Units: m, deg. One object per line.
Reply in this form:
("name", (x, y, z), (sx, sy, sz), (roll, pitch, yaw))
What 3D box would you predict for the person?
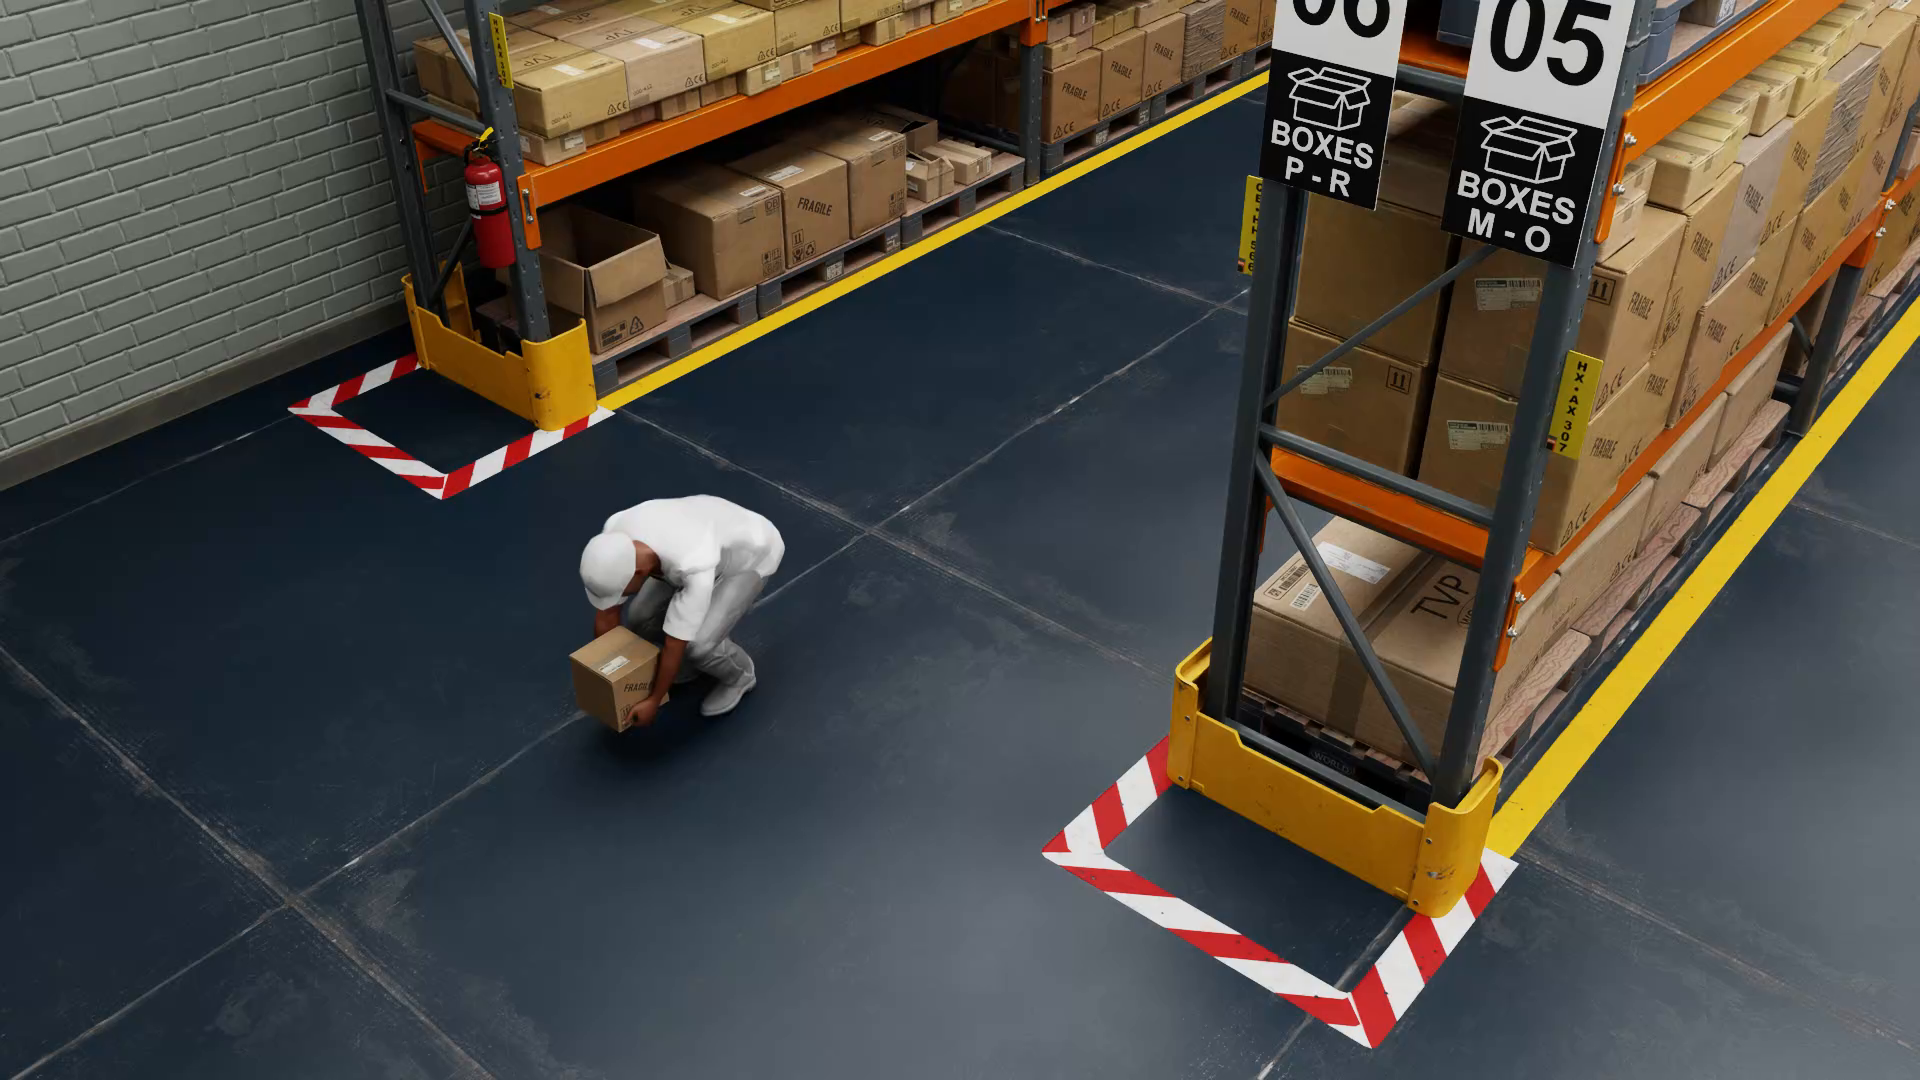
("person", (-1.065, 0.241, 6.447), (0.532, 1.008, 0.919), (24, 42, 31))
